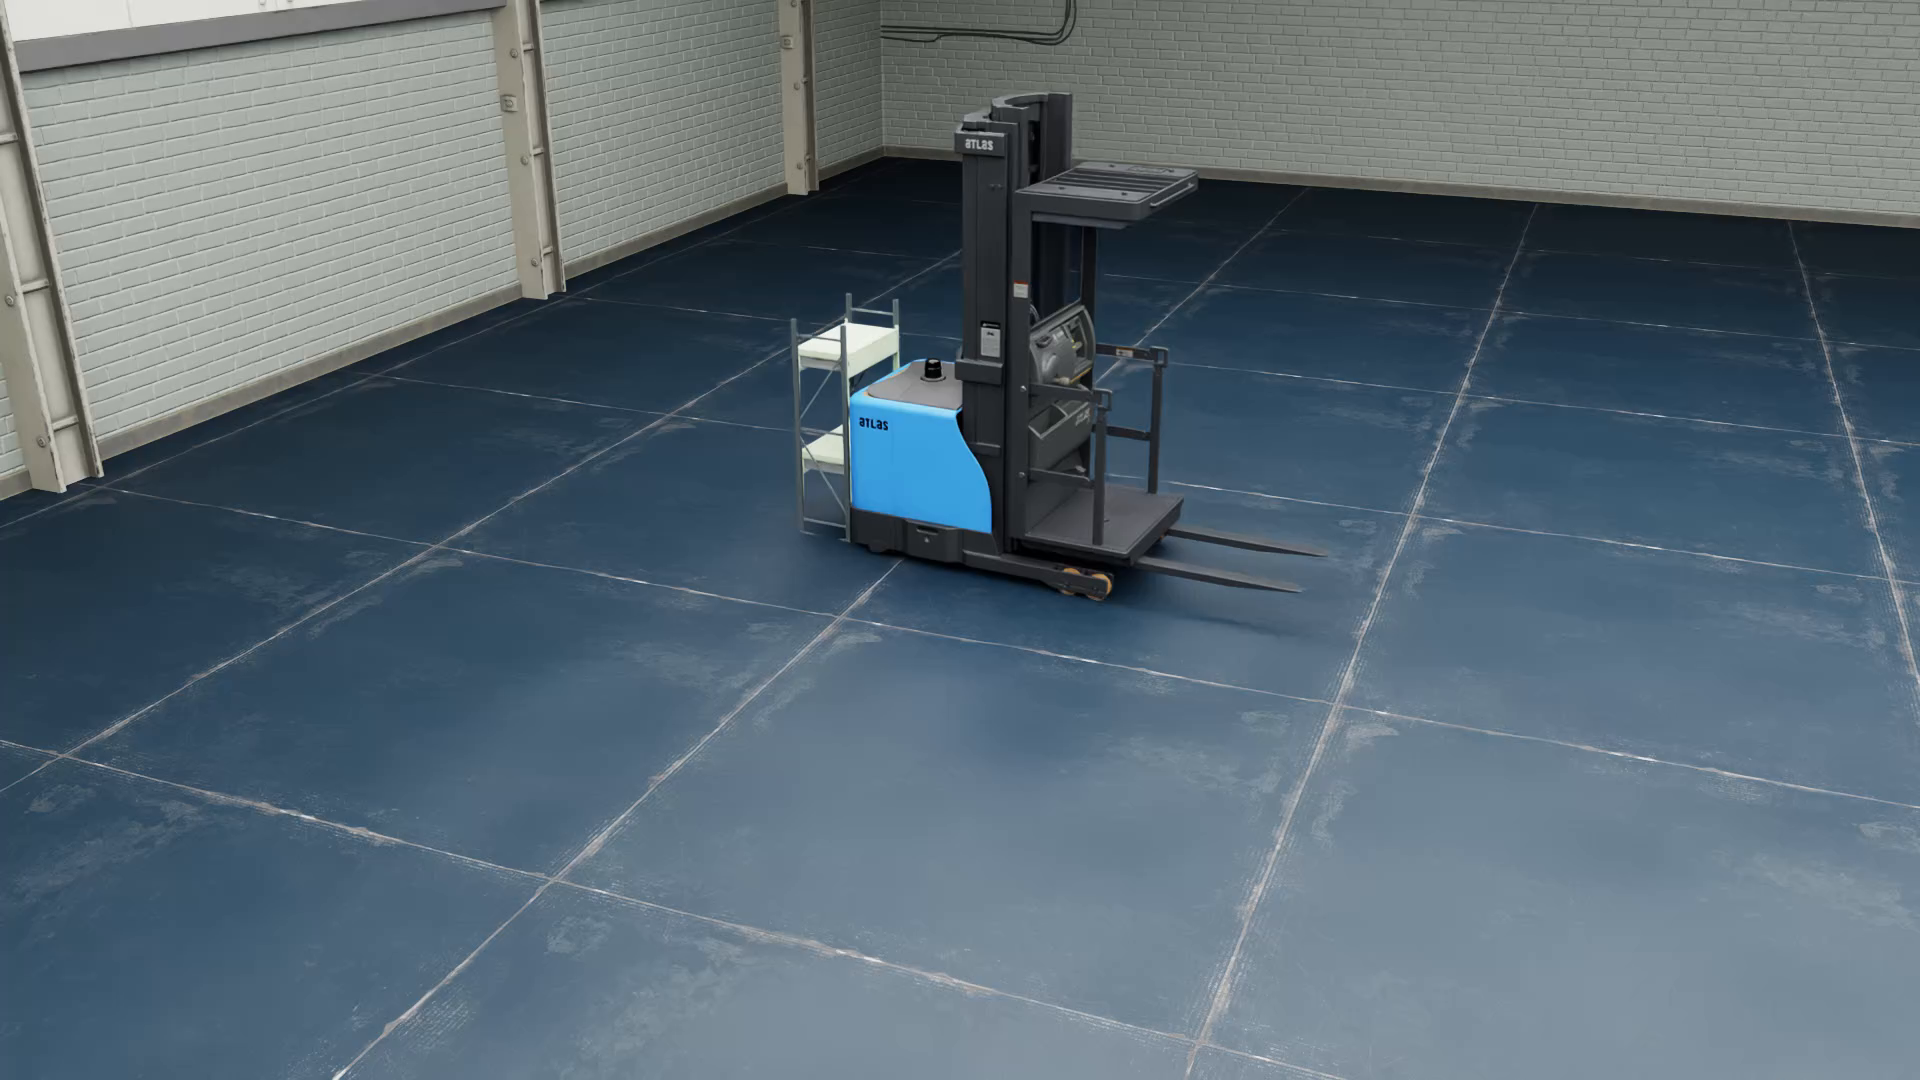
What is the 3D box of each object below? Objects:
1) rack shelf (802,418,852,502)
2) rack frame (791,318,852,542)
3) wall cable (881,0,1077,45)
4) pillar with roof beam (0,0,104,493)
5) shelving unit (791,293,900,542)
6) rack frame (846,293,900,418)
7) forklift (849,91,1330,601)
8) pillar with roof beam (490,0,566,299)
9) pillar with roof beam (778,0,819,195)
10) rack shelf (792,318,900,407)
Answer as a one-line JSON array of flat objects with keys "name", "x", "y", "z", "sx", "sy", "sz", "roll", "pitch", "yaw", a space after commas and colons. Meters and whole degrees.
[{"name": "rack shelf", "x": -0.758, "y": -0.539, "z": 11.440, "sx": 0.431, "sy": 0.370, "sz": 0.720, "roll": 10, "pitch": 25, "yaw": 23}, {"name": "rack frame", "x": -0.915, "y": -0.712, "z": 11.010, "sx": 0.400, "sy": 1.500, "sz": 0.023, "roll": 10, "pitch": 25, "yaw": 23}, {"name": "wall cable", "x": 0.184, "y": -8.313, "z": 23.504, "sx": 3.097, "sy": 2.526, "sz": 0.112, "roll": 9, "pitch": 24, "yaw": 20}, {"name": "pillar with roof beam", "x": -2.599, "y": -3.970, "z": 9.079, "sx": 9.100, "sy": 9.000, "sz": 0.400, "roll": 9, "pitch": 24, "yaw": 20}, {"name": "shelving unit", "x": -0.758, "y": -0.840, "z": 11.315, "sx": 0.431, "sy": 1.500, "sz": 0.755, "roll": 10, "pitch": 25, "yaw": 23}, {"name": "rack frame", "x": -0.600, "y": -0.967, "z": 11.620, "sx": 0.400, "sy": 1.500, "sz": 0.023, "roll": 10, "pitch": 25, "yaw": 23}, {"name": "forklift", "x": 0.825, "y": -1.209, "z": 10.341, "sx": 3.031, "sy": 2.935, "sz": 1.130, "roll": 11, "pitch": 25, "yaw": 24}, {"name": "pillar with roof beam", "x": -0.370, "y": -6.117, "z": 14.219, "sx": 9.100, "sy": 9.000, "sz": 0.400, "roll": 9, "pitch": 24, "yaw": 20}, {"name": "pillar with roof beam", "x": 1.859, "y": -8.264, "z": 19.360, "sx": 9.100, "sy": 9.000, "sz": 0.400, "roll": 9, "pitch": 24, "yaw": 20}, {"name": "rack shelf", "x": -0.758, "y": -1.200, "z": 11.164, "sx": 0.431, "sy": 0.370, "sz": 0.720, "roll": 10, "pitch": 25, "yaw": 23}]
